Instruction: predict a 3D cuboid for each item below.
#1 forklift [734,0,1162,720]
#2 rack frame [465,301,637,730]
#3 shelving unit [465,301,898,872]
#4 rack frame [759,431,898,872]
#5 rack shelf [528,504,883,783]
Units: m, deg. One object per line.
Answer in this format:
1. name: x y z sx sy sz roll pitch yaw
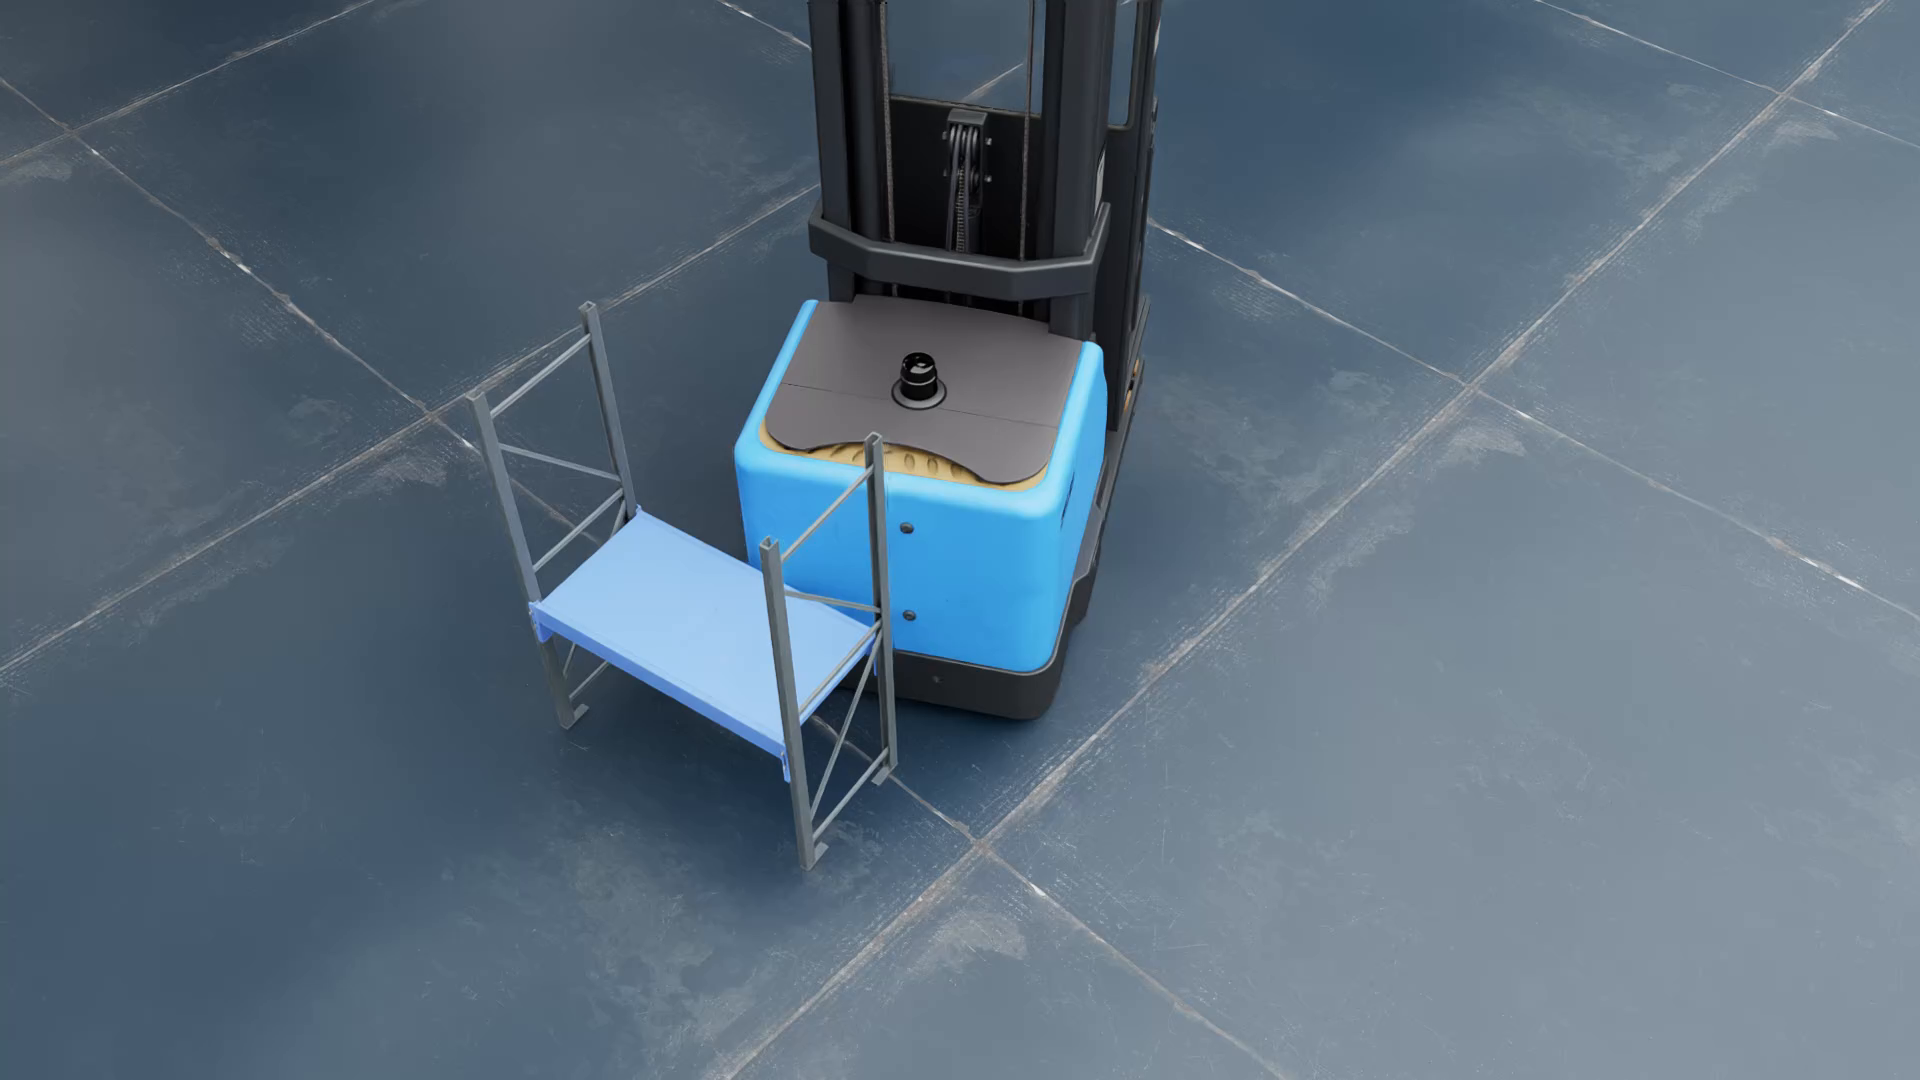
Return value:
1. forklift: 0.133 -1.497 5.645 1.130 2.935 3.031 10 48 9
2. rack frame: -1.208 -0.026 5.245 0.032 1.500 0.500 25 52 22
3. shelving unit: -0.783 0.177 5.055 1.048 1.500 0.538 25 52 22
4. rack frame: -0.357 0.380 4.864 0.032 1.500 0.500 25 52 22
5. rack shelf: -0.783 0.300 5.186 1.000 0.185 0.538 25 52 22
